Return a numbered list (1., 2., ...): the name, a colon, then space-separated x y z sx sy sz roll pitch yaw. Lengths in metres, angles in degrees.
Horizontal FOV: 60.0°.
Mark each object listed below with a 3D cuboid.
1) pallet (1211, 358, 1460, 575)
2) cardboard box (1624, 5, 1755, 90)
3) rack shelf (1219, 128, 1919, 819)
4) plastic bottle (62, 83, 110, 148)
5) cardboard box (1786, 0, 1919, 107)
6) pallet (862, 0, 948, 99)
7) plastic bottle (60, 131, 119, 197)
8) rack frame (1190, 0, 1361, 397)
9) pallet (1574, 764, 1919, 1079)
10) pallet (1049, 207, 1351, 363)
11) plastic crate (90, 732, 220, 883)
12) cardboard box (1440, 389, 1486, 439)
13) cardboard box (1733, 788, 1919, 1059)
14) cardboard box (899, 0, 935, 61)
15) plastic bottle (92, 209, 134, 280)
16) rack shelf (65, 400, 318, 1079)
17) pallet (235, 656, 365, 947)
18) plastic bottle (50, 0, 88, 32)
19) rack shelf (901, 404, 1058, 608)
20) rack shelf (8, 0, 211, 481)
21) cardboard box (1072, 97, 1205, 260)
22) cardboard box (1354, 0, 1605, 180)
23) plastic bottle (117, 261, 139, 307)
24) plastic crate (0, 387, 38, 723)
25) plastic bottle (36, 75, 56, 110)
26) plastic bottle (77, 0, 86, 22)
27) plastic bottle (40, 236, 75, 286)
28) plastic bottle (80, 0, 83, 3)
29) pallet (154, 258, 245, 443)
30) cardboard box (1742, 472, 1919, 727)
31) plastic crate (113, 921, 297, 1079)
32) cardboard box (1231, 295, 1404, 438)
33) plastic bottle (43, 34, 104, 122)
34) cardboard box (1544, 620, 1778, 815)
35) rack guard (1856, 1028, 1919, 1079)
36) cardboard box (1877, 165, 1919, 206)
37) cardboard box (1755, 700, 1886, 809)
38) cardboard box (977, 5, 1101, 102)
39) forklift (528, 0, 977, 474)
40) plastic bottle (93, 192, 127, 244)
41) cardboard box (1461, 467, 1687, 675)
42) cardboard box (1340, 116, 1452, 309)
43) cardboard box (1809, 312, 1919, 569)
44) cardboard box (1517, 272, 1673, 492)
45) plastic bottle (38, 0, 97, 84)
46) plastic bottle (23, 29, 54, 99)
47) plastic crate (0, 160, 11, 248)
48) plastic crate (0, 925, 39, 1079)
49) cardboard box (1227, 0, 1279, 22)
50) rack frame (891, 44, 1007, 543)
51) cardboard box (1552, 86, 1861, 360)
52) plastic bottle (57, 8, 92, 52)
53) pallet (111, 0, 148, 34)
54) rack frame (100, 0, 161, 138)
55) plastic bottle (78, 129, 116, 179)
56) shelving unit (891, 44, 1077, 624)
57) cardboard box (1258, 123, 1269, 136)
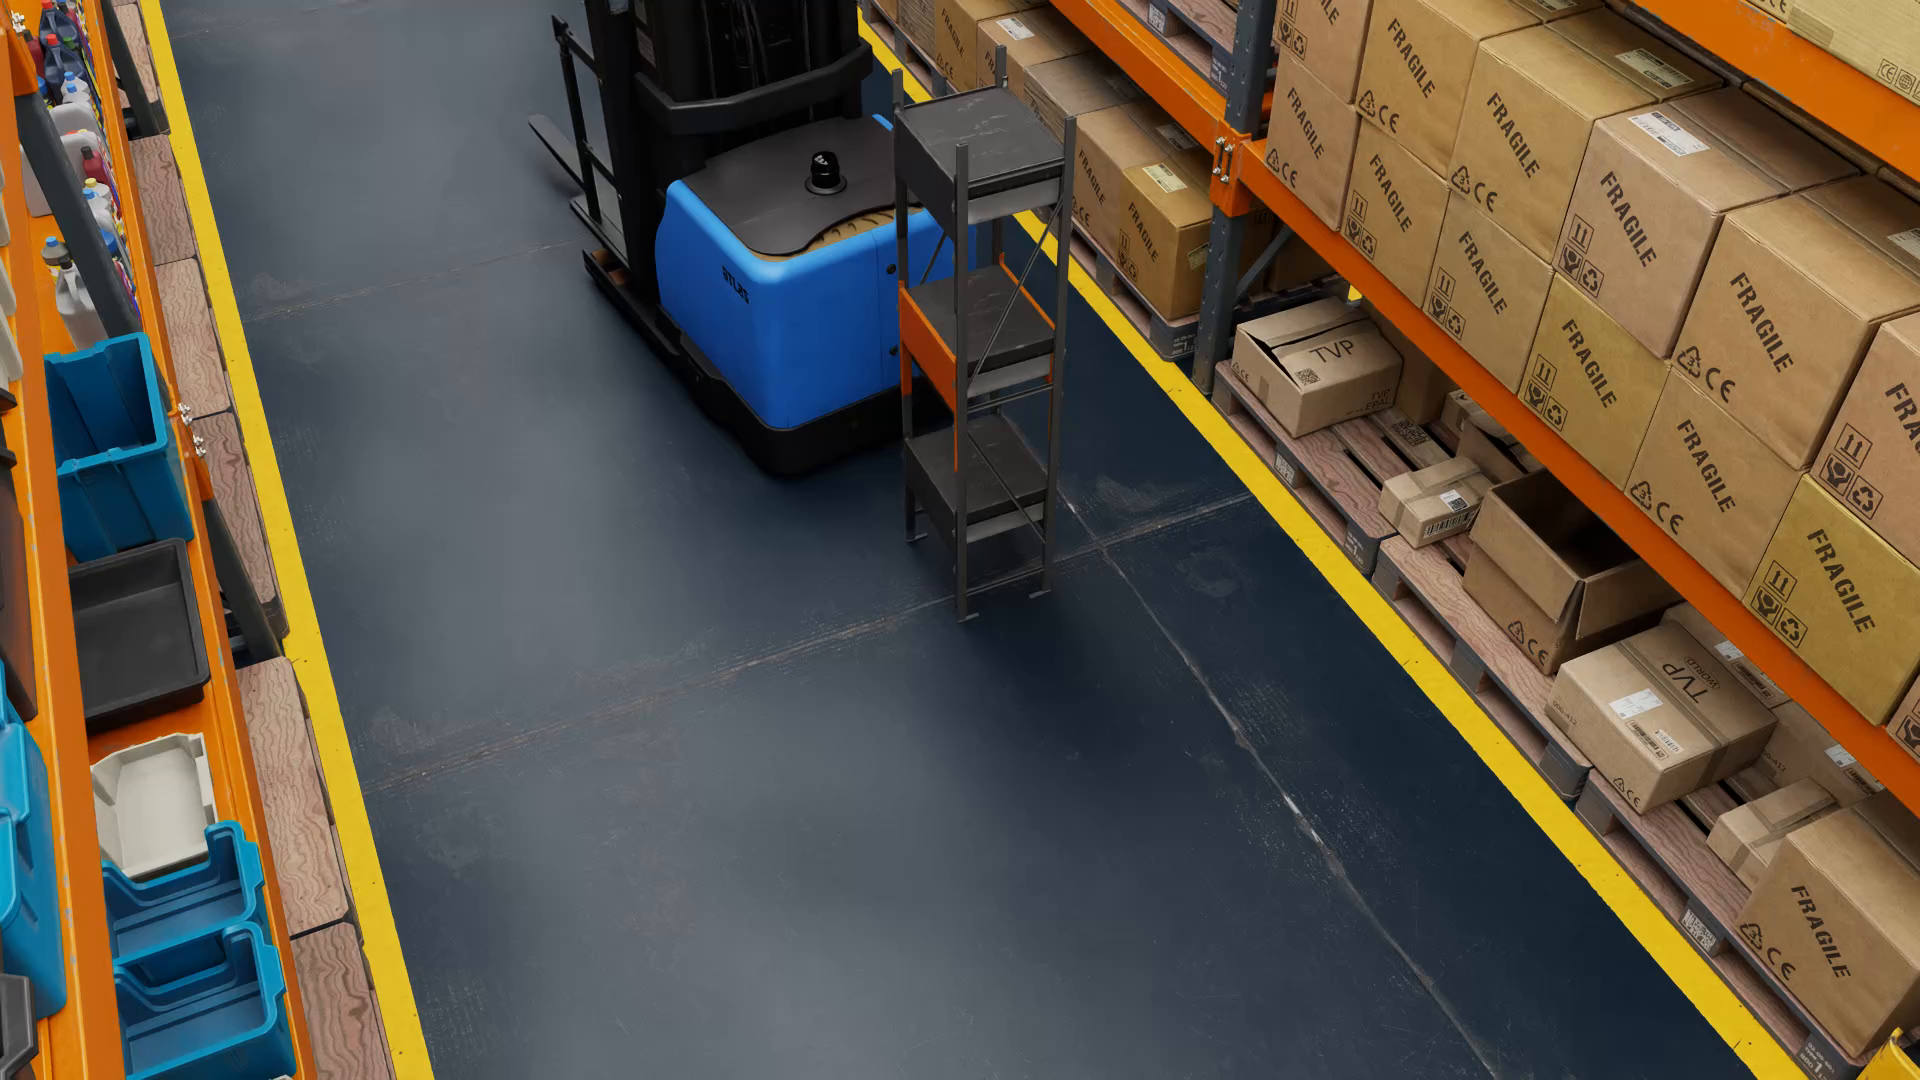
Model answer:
1. pallet: 1.803 -0.458 7.064 1.003 0.211 1.213 -18 47 -17
2. cardboard box: 2.393 -1.388 5.238 0.500 0.500 0.500 -18 47 -17
3. rack shelf: 2.356 -0.358 5.490 1.077 0.370 4.000 -18 47 -17
4. plastic bottle: -3.340 -1.610 6.338 0.097 0.271 0.097 0 45 0
5. cardboard box: 2.320 -1.240 3.843 0.500 0.250 0.500 -18 47 -17
6. pallet: 0.113 -2.958 9.598 1.003 0.211 1.213 -18 47 -17
7. plastic bottle: -3.219 -1.382 6.103 0.152 0.276 0.135 -18 47 -17
8. rack frame: 1.515 -1.889 6.529 1.000 3.000 0.127 -18 47 -17
9. pallet: 2.829 1.097 5.489 1.003 0.211 1.213 -18 47 -17
10. pallet: 1.139 -1.404 8.022 1.003 0.211 1.213 -18 47 -17
11. plastic crate: -1.975 0.665 4.086 0.293 0.136 0.466 -18 47 -17
12. cardboard box: 2.225 -0.530 6.868 0.380 0.149 0.250 -18 47 -17
13. cardboard box: 2.745 1.119 4.946 0.500 0.500 0.500 -18 47 -17
14. cardboard box: -0.009 -2.998 9.120 0.500 0.500 0.500 -20 48 -19
15. plastic bottle: -2.983 -1.025 5.742 0.152 0.276 0.135 -18 47 -17
16. rack shelf: -2.139 1.102 4.010 1.077 0.370 4.000 -18 47 -17
17. pallet: -2.636 1.021 5.565 1.003 0.211 1.213 -18 47 -17
18. plastic bottle: -3.771 -2.239 7.025 0.097 0.201 0.097 0 45 0
19. rack shelf: 0.070 -0.134 6.407 0.431 0.518 0.480 -18 47 -17
20. rack shelf: -3.821 -1.447 6.593 1.077 0.370 4.000 -18 47 -17
21. cardboard box: 0.848 -1.703 7.807 0.500 0.500 0.500 -18 47 -17
22. cardboard box: 1.676 -1.568 5.421 0.500 0.500 0.500 -19 48 -19
23. plastic bottle: -2.869 -0.871 5.638 0.097 0.201 0.097 0 45 0
24. plastic crate: -1.691 0.020 2.503 0.504 0.338 0.767 -18 47 -17
25. plastic bottle: -3.553 -1.692 6.420 0.097 0.271 0.097 0 45 0
26. plastic bottle: -3.812 -2.326 7.063 0.097 0.271 0.097 0 45 0
27. plastic bottle: -3.088 -0.950 5.718 0.097 0.201 0.097 0 45 0
28. plastic bottle: -3.894 -2.450 7.189 0.097 0.271 0.097 0 45 0
29. pallet: -3.784 -0.719 7.328 1.003 0.211 1.213 -18 47 -17
30. cardboard box: 2.541 0.090 4.452 0.500 0.500 0.500 -18 47 -17
31. plastic crate: -1.657 1.065 3.611 0.416 0.233 0.300 -18 47 -17
32. cardboard box: 1.496 -0.757 6.983 0.500 0.311 0.500 -18 47 -17
33. plastic bottle: -3.462 -1.783 6.457 0.144 0.351 0.185 -18 47 -17
34. cardboard box: 2.373 0.594 5.657 0.500 0.250 0.500 -18 47 -17
35. rack guard: 3.165 1.501 4.872 1.175 0.500 0.348 -18 47 -17
36. cardboard box: 2.817 -0.743 4.585 0.500 0.500 0.500 -17 47 -17
37. cardboard box: 3.016 0.733 5.516 0.500 0.250 0.500 -18 47 -17
38. cardboard box: 0.421 -2.346 8.459 0.500 0.500 0.500 -20 48 -19
39. forklift: -1.143 -2.327 7.022 1.130 2.935 3.031 -25 50 -23
40. plastic bottle: -3.048 -1.143 5.914 0.097 0.201 0.097 0 45 0
41. cardboard box: 2.310 0.039 6.039 0.797 0.503 0.637 -18 47 -17
42. cardboard box: 1.701 -1.194 5.753 0.500 0.500 0.500 -17 47 -17
43. cardboard box: 2.548 -0.256 4.090 0.500 0.500 0.500 -17 47 -16
44. cardboard box: 2.124 -0.551 5.101 0.500 0.500 0.500 -19 48 -18
45. plastic bottle: -3.595 -1.986 6.662 0.144 0.351 0.185 -18 47 -17
46. plastic bottle: -3.678 -1.916 6.639 0.061 0.283 0.133 -18 47 -17
47. plastic crate: -2.100 -0.704 3.380 0.293 0.136 0.466 -18 47 -17
48. plastic crate: -1.207 0.772 1.790 0.497 0.269 0.590 -18 47 -17
49. cardboard box: 1.519 -2.442 6.719 0.700 0.500 0.500 -34 54 -30
50. rack frame: -0.033 -0.797 6.063 0.400 2.100 0.015 -18 47 -17
51. cardboard box: 2.109 -0.912 4.755 0.500 0.500 0.500 -17 47 -16
52. plastic bottle: -3.690 -2.115 6.899 0.097 0.201 0.097 0 45 0
53. pallet: -5.462 -3.266 9.910 1.003 0.211 1.213 -18 47 -17
54. rack frame: -4.662 -2.978 7.632 1.000 3.000 0.127 -18 47 -17
55. plastic bottle: -3.243 -1.437 6.212 0.097 0.201 0.097 0 45 0
56. shelving unit: 0.070 -0.642 5.906 0.431 2.100 0.503 -18 47 -17
57. cardboard box: 1.299 -1.873 7.979 0.500 0.500 0.500 -17 47 -17
